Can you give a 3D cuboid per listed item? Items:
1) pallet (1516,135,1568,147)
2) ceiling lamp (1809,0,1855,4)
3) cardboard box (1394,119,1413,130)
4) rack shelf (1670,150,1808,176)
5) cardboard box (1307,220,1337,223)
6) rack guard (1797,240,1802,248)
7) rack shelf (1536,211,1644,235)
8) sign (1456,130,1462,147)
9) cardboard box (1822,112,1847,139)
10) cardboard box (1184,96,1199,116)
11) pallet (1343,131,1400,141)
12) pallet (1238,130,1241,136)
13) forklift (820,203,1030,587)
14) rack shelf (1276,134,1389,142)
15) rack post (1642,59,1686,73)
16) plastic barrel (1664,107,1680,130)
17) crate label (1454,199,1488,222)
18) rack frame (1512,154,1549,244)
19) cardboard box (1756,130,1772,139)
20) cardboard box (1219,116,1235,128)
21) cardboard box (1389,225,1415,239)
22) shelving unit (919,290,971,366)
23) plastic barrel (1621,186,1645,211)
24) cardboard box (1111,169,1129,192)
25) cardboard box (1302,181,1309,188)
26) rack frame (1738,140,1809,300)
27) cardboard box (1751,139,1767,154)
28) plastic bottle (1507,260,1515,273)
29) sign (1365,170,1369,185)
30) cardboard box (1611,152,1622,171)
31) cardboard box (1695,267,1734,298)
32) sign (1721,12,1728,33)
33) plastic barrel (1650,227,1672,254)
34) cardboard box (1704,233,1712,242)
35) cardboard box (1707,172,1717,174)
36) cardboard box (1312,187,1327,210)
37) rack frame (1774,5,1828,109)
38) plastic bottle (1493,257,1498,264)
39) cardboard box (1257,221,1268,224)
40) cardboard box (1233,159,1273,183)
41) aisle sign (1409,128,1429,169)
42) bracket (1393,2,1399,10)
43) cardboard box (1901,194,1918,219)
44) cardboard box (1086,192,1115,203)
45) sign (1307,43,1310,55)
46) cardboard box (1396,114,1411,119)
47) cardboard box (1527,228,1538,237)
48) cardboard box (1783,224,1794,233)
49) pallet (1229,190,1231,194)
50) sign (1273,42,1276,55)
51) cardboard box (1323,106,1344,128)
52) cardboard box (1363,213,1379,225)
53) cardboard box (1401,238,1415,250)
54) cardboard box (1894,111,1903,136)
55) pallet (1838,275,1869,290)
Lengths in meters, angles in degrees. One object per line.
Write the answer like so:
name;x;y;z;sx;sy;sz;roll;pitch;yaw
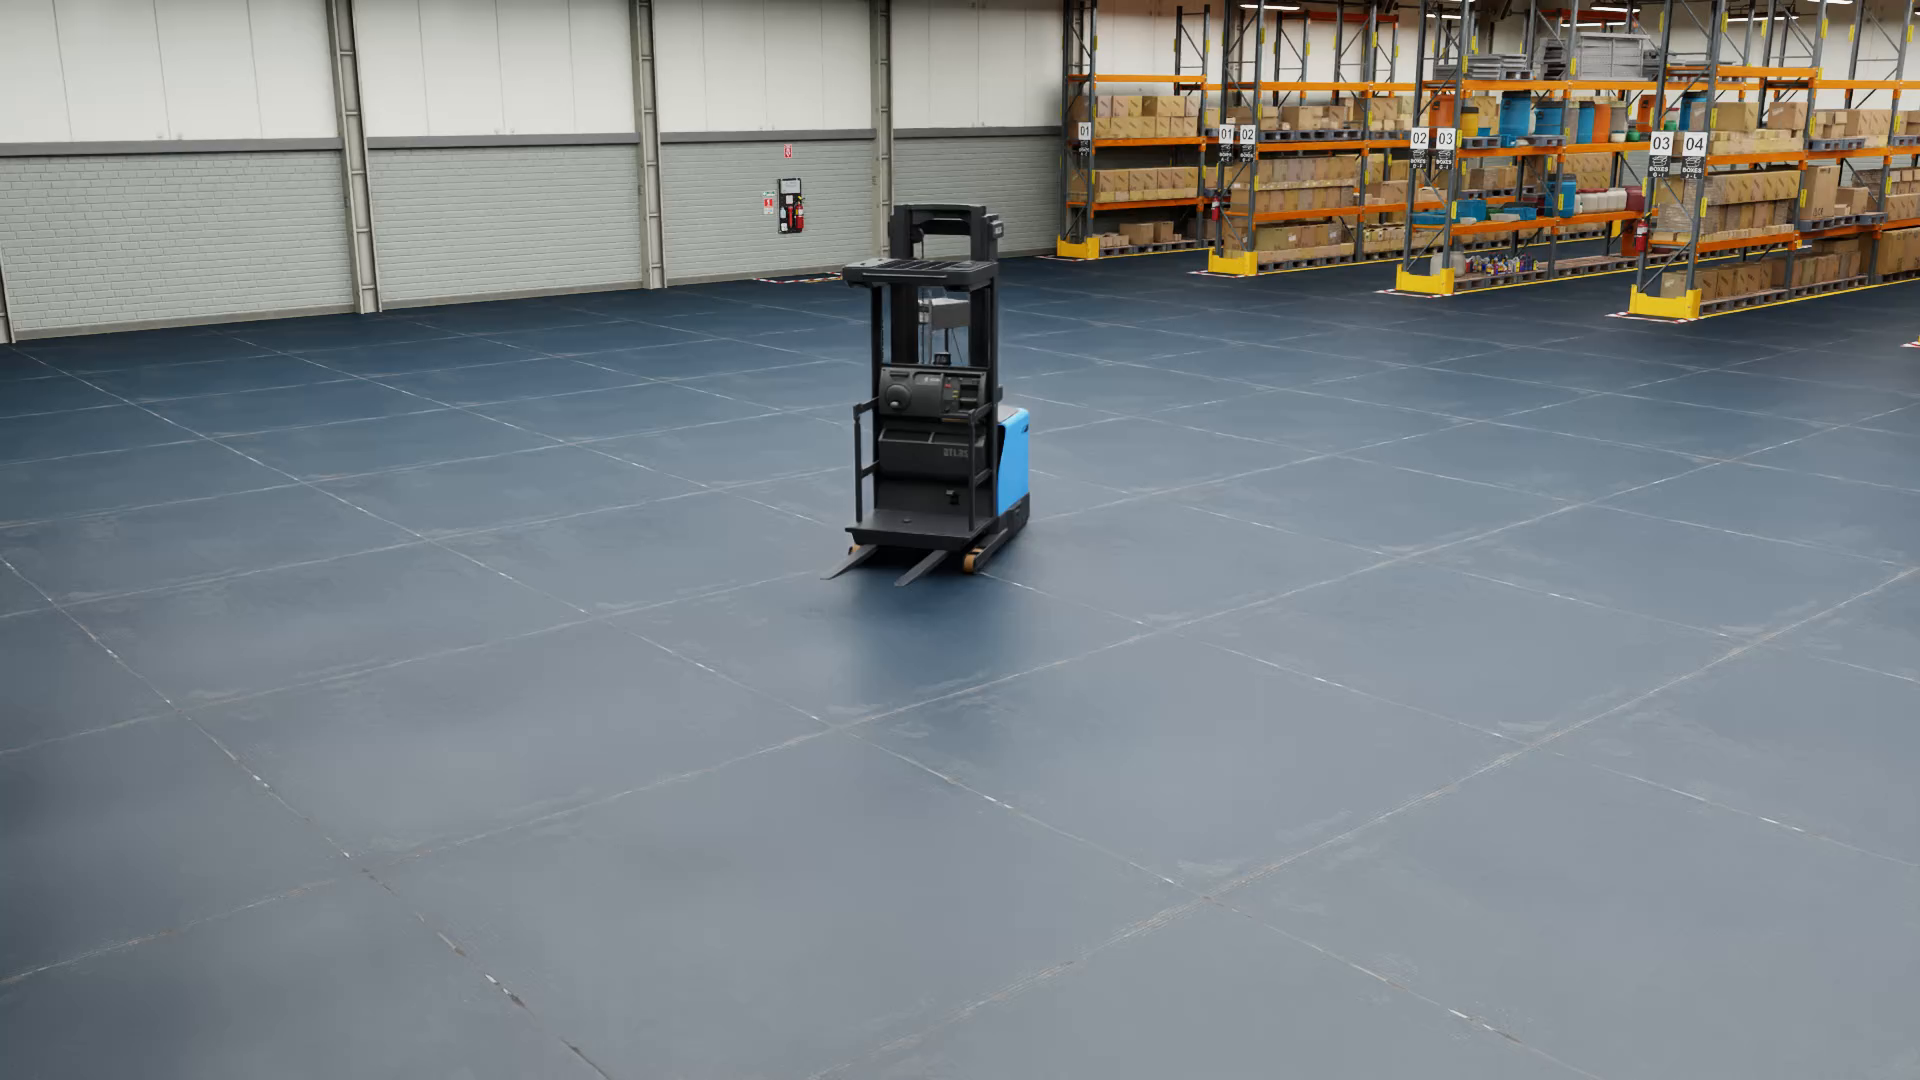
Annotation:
pallet;11.868;-8.338;34.706;1.003;0.211;1.213;-13;19;-39
ceiling lamp;19.591;-13.509;36.574;2.000;3.185;0.800;-13;19;-39
cardboard box;10.582;-9.978;39.956;0.500;0.250;0.500;14;20;42
rack shelf;14.091;-6.920;30.425;4.000;0.370;1.077;-13;19;-39
cardboard box;8.544;-7.305;39.348;0.500;0.500;0.500;-13;19;-39
rack guard;21.411;-7.953;43.555;0.348;0.500;1.175;-13;19;-39
rack shelf;13.857;-7.112;36.959;4.000;0.370;1.077;-13;19;-39
sign;9.689;-7.789;32.269;0.005;0.325;0.100;-13;19;-39
cardboard box;16.729;-8.079;32.357;0.637;0.503;0.797;-12;19;-37
cardboard box;5.645;-10.902;41.771;0.500;0.500;0.500;14;20;42
pallet;9.756;-9.595;39.416;1.217;0.209;0.805;-14;20;-42
pallet;7.161;-10.668;43.429;1.003;0.211;1.213;-13;19;-39
forklift;-0.294;-1.249;13.746;1.130;2.935;3.031;5;16;17
rack shelf;10.371;-11.168;46.329;4.000;0.370;1.077;-13;19;-39
rack post;15.886;-10.791;37.859;0.937;0.300;0.954;-13;19;-39
plastic barrel;16.604;-9.846;38.910;0.433;0.535;0.433;0;15;0
crate label;10.542;-6.825;34.420;0.616;0.435;0.502;-13;19;-39
rack frame;15.135;-9.441;44.284;0.127;3.000;1.000;-13;19;-39
cardboard box;14.553;-7.391;30.312;0.250;0.149;0.380;-12;19;-37
cardboard box;6.775;-10.840;43.067;0.500;0.311;0.500;-12;19;-38
cardboard box;10.734;-7.514;40.495;0.500;0.311;0.500;-12;19;-38
shelving unit;-0.196;-1.342;15.706;0.503;2.100;0.431;-12;19;-38
plastic barrel;15.215;-7.727;37.602;0.708;0.536;0.600;-13;19;-39
cardboard box;3.764;-8.776;40.591;0.500;0.500;0.500;-13;19;-39
cardboard box;7.680;-8.055;37.643;0.250;0.149;0.380;-12;19;-39
rack frame;15.600;-6.157;31.988;0.127;3.000;1.000;-13;19;-39
cardboard box;14.266;-7.148;30.177;0.500;0.250;0.500;-12;19;-38
plastic bottle;11.538;-5.739;34.847;0.135;0.276;0.152;-12;19;-38
sign;9.465;-8.435;38.684;0.005;0.325;0.100;-13;19;-39
cardboard box;17.997;-10.521;46.196;0.500;0.500;0.500;-13;20;-40
cardboard box;13.977;-4.787;30.890;0.500;0.500;0.500;-10;18;-34
sign;12.938;-8.762;28.150;0.005;0.325;0.100;-13;19;-39
plastic barrel;16.576;-7.114;39.430;0.708;0.588;0.600;-13;19;-39
cardboard box;13.155;-5.398;29.635;0.250;0.149;0.380;-13;19;-39
cardboard box;13.587;-6.466;30.436;0.500;0.500;0.500;-13;19;-39
cardboard box;7.994;-7.883;38.256;0.500;0.500;0.700;-12;19;-39
rack frame;21.401;-12.052;42.434;0.127;3.000;1.000;-13;19;-39
plastic bottle;11.437;-5.912;35.503;0.097;0.271;0.097;0;15;0
cardboard box;7.889;-8.536;44.884;0.500;0.500;0.700;-13;20;-39
cardboard box;6.483;-8.169;36.813;0.500;0.500;0.700;-13;19;-39
aisle sign;9.082;-7.745;32.896;0.004;0.787;0.394;-13;19;-39
bracket;12.386;-15.331;47.732;0.430;0.232;0.235;-13;19;-39
cardboard box;19.934;-7.088;35.278;0.500;0.500;0.500;-13;20;-40
cardboard box;3.404;-8.330;40.376;0.500;0.250;0.500;-13;20;-41
sign;9.226;-13.011;44.061;0.005;0.325;0.100;-13;19;-39
cardboard box;12.574;-12.099;47.703;0.500;0.250;0.500;-13;20;-40
cardboard box;14.951;-8.307;44.028;0.500;0.500;0.500;-13;20;-40
cardboard box;15.630;-5.942;31.669;0.250;0.149;0.380;-13;19;-39
pallet;7.396;-9.292;44.094;1.213;0.211;1.003;-13;19;-39
sign;8.496;-13.261;44.842;0.005;0.325;0.100;-13;19;-39
cardboard box;8.547;-9.820;38.610;0.500;0.500;0.500;-11;18;-35
cardboard box;11.475;-9.434;47.608;0.750;0.750;0.750;-12;19;-39
cardboard box;10.726;-7.241;40.561;0.500;0.250;0.500;-12;19;-38
cardboard box;19.030;-8.654;34.509;0.637;0.503;0.797;-11;19;-36
pallet;18.027;-5.355;34.390;1.213;0.211;1.003;-13;19;-39
